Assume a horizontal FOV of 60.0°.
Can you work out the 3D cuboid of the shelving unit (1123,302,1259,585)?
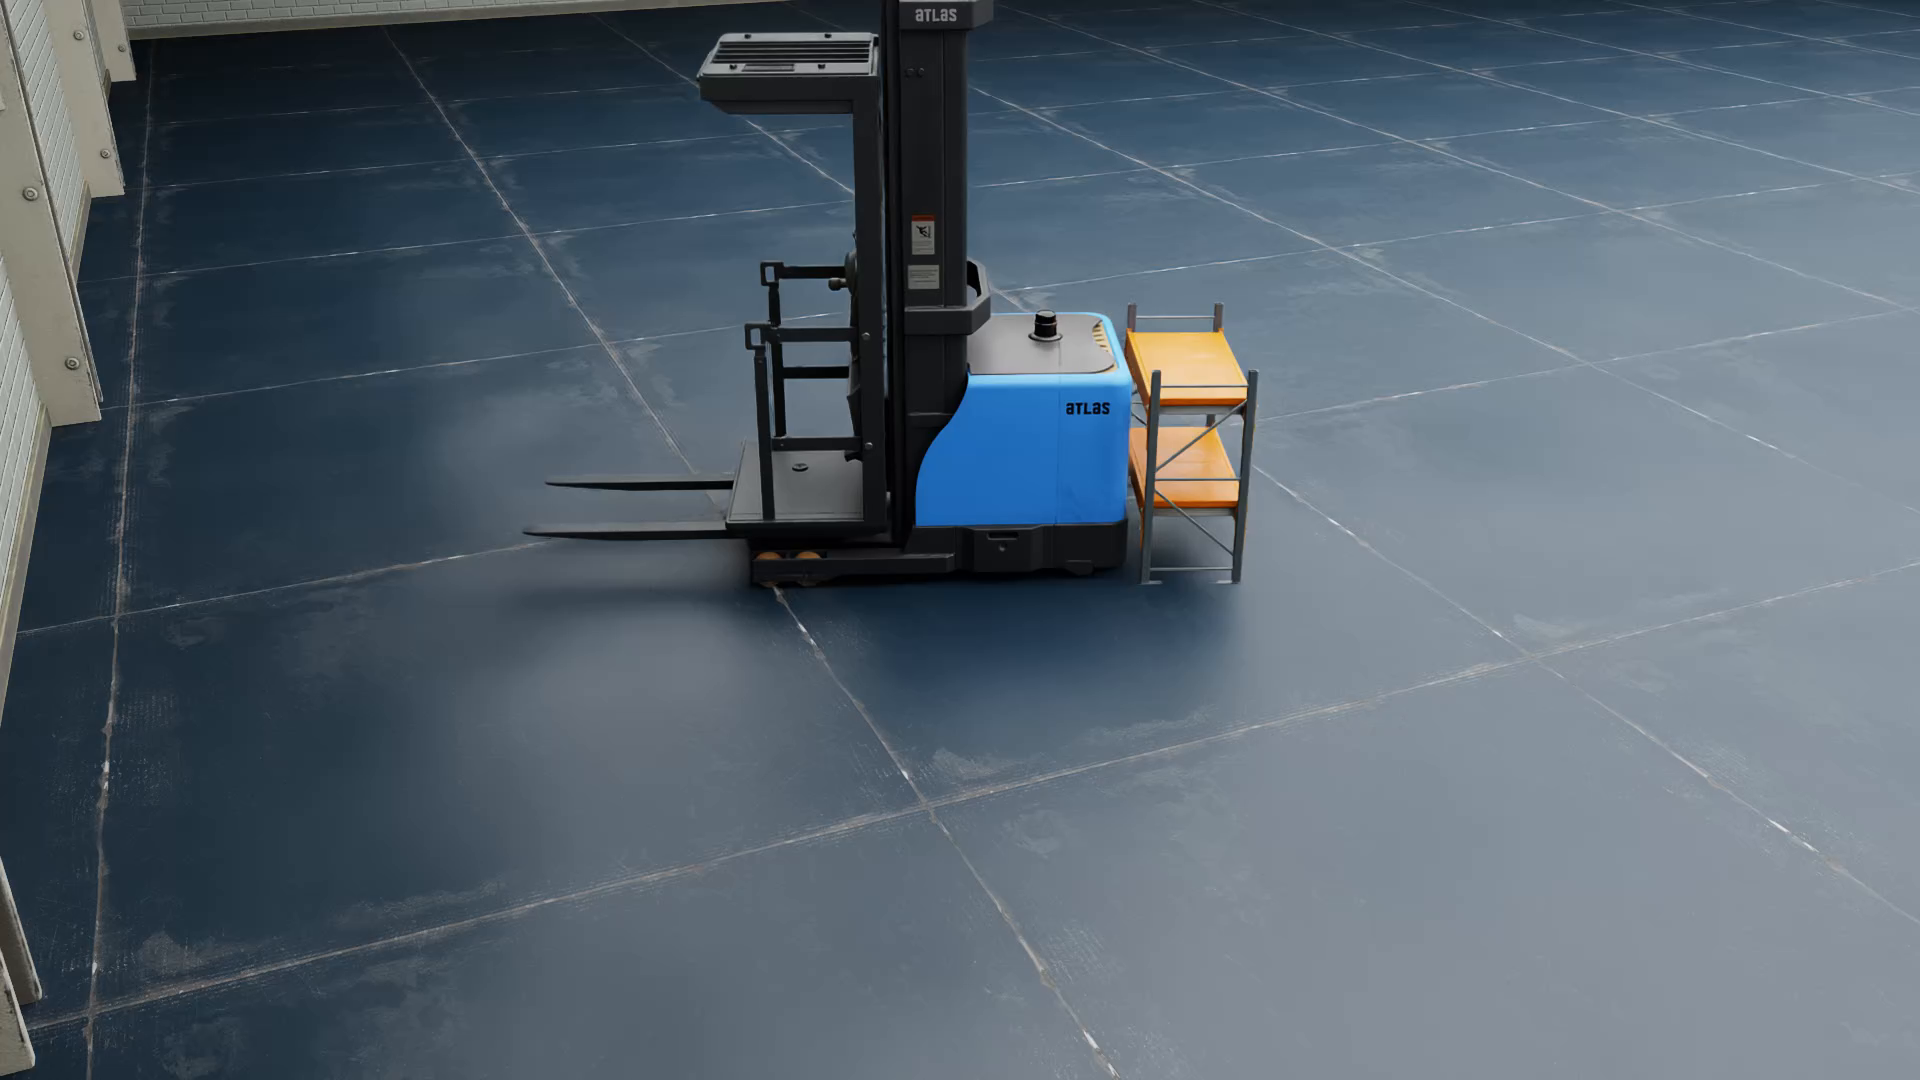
[{"bbox_3d":[1.141,-0.514,8.518,0.538,1.125,1.048,0,26,-1],"label":"shelving unit"}]

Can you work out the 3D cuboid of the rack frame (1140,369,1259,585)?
[{"bbox_3d":[1.151,-0.291,8.062,0.500,1.125,0.032,0,26,-1],"label":"rack frame"}]

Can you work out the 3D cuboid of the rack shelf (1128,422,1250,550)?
[{"bbox_3d":[1.141,-0.294,8.626,0.538,0.278,1.000,0,26,-1],"label":"rack shelf"}]

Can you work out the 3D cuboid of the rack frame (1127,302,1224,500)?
[{"bbox_3d":[1.132,-0.737,8.975,0.500,1.125,0.032,0,26,-1],"label":"rack frame"}]

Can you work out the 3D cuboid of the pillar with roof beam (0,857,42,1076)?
[{"bbox_3d":[0.787,-3.155,4.955,9.100,9.000,0.400,-11,28,-21],"label":"pillar with roof beam"}]

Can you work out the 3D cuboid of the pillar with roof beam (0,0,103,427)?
[{"bbox_3d":[-1.563,-5.577,9.916,9.100,9.000,0.400,-11,28,-21],"label":"pillar with roof beam"}]

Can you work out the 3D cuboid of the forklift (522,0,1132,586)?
[{"bbox_3d":[-0.689,-1.324,8.120,3.031,2.935,1.130,-1,26,-2],"label":"forklift"}]

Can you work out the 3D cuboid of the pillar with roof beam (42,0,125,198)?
[{"bbox_3d":[-3.913,-7.999,14.877,9.100,9.000,0.400,-11,28,-21],"label":"pillar with roof beam"}]

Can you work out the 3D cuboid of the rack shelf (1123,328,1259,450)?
[{"bbox_3d":[1.142,-0.777,8.390,0.538,0.278,1.000,0,26,-1],"label":"rack shelf"}]

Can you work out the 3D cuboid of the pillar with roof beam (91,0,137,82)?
[{"bbox_3d":[-6.262,-10.422,19.838,9.100,9.000,0.400,-11,28,-21],"label":"pillar with roof beam"}]
